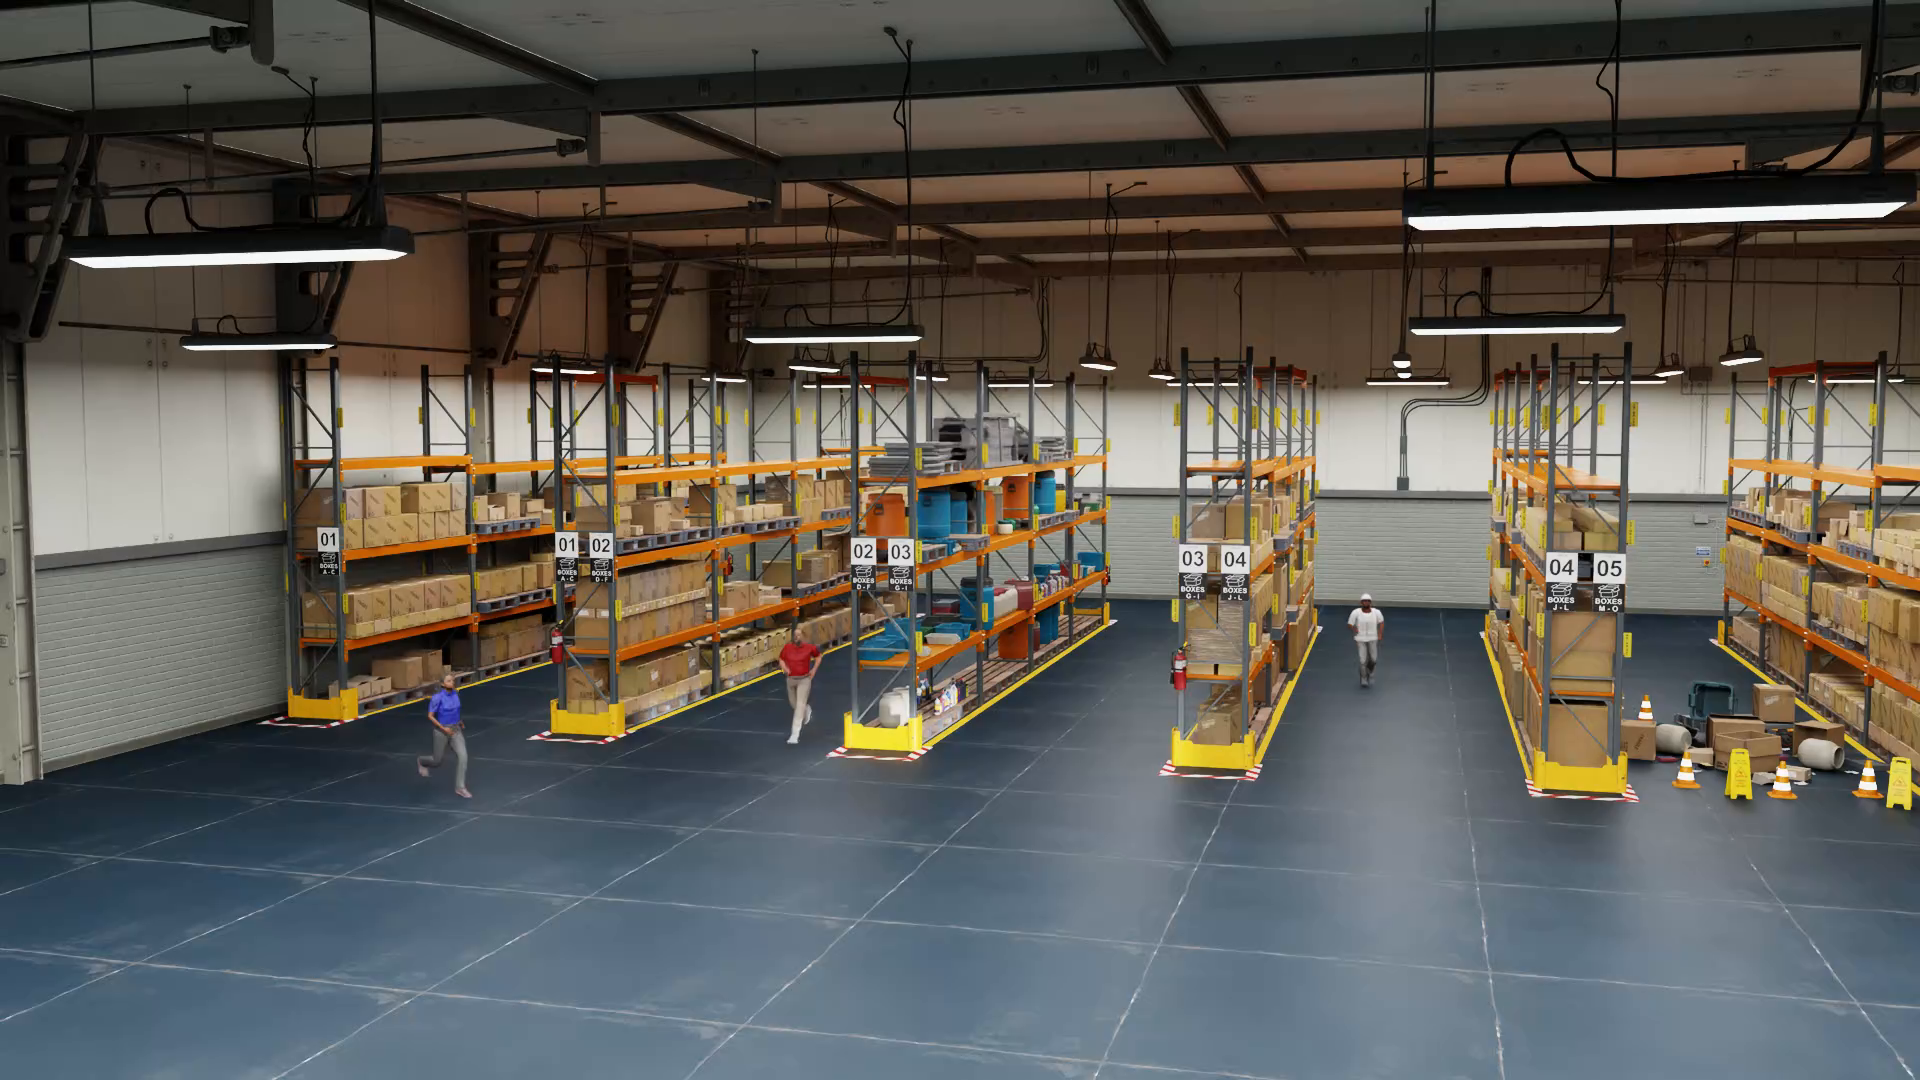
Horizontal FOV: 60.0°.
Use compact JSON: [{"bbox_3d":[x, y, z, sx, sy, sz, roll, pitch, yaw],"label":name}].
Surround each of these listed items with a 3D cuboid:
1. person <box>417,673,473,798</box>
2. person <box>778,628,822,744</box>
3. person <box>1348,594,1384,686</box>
[{"bbox_3d":[-6.860,2.633,22.181,0.975,1.555,0.555,3,5,38],"label":"person"},{"bbox_3d":[-2.544,2.245,26.060,0.632,1.746,1.086,1,4,19],"label":"person"},{"bbox_3d":[7.550,1.861,30.866,0.680,1.721,0.593,1,4,7],"label":"person"}]
